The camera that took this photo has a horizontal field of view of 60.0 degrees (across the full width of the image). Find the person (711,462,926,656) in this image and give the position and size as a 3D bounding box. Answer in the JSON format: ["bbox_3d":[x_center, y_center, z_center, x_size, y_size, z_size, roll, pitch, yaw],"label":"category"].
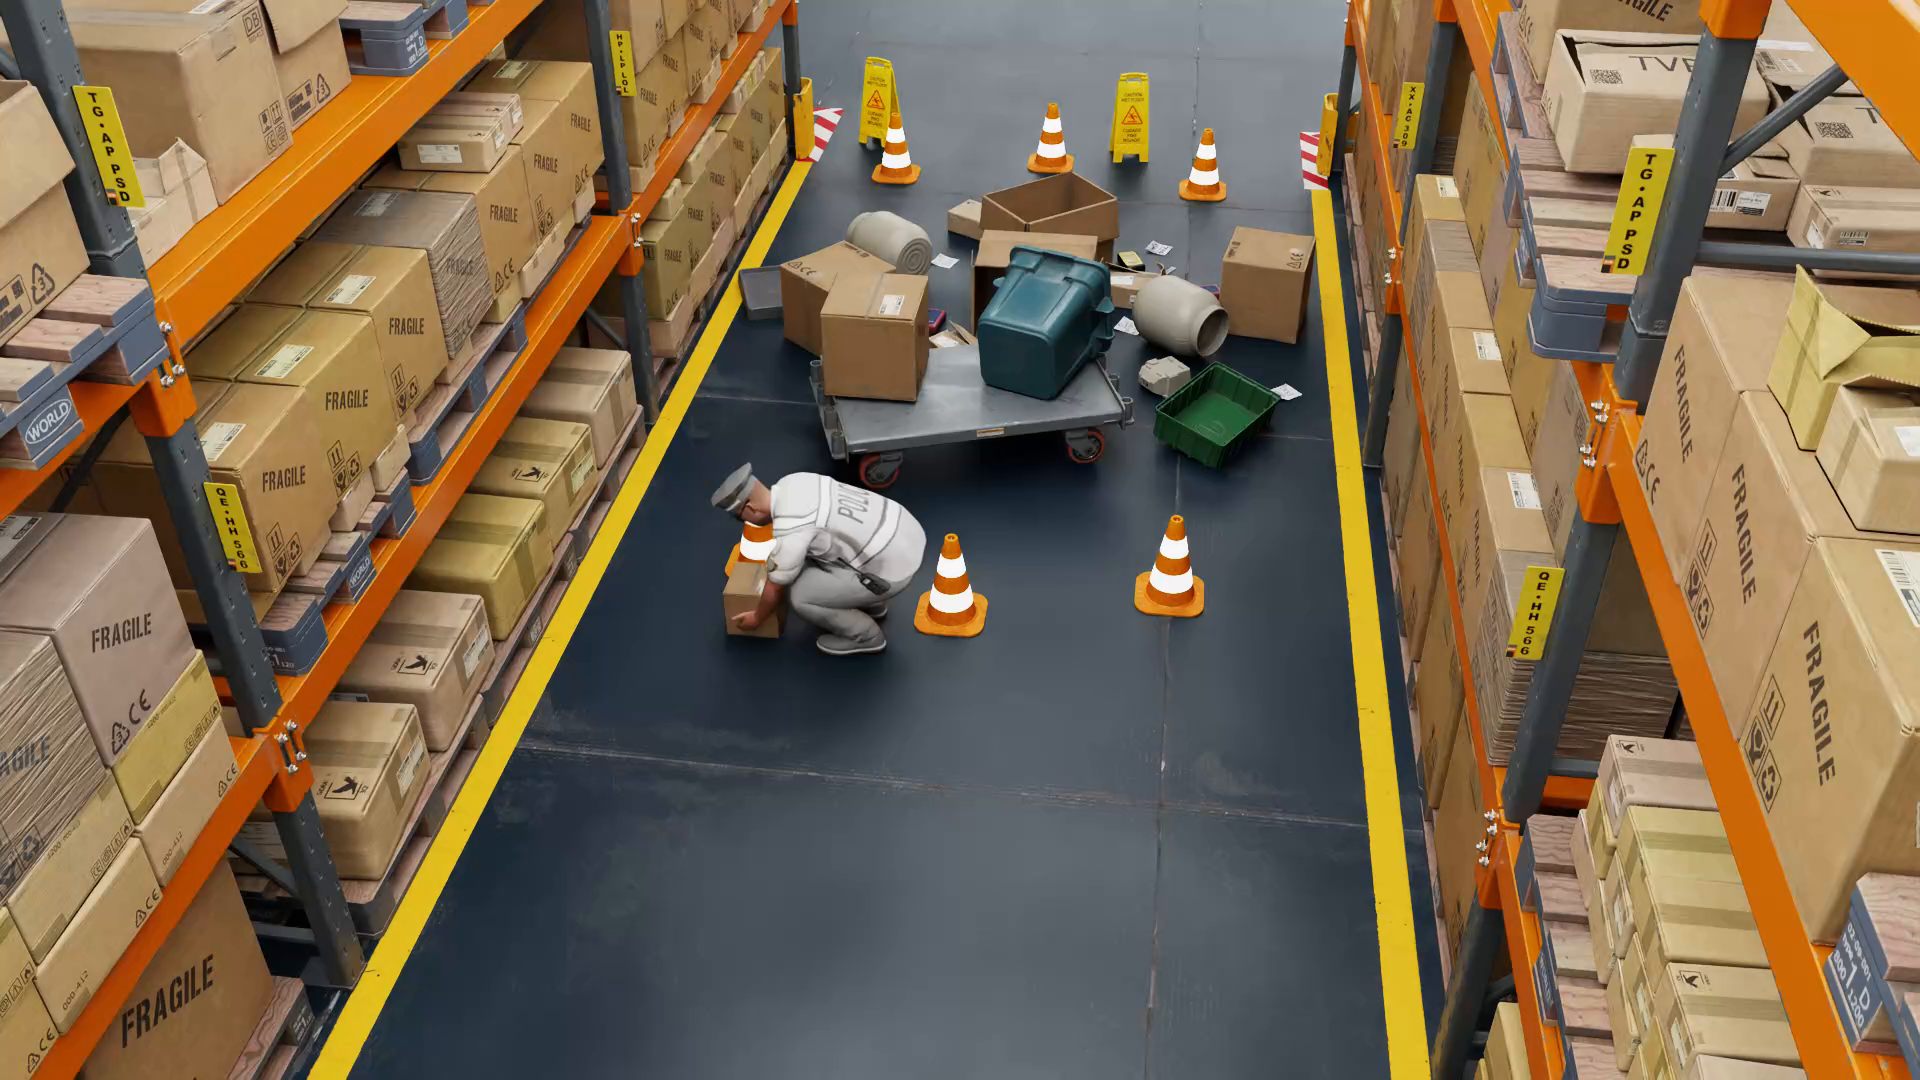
[{"bbox_3d":[-0.642,0.057,7.673,0.954,0.920,0.552,4,36,6],"label":"person"}]
